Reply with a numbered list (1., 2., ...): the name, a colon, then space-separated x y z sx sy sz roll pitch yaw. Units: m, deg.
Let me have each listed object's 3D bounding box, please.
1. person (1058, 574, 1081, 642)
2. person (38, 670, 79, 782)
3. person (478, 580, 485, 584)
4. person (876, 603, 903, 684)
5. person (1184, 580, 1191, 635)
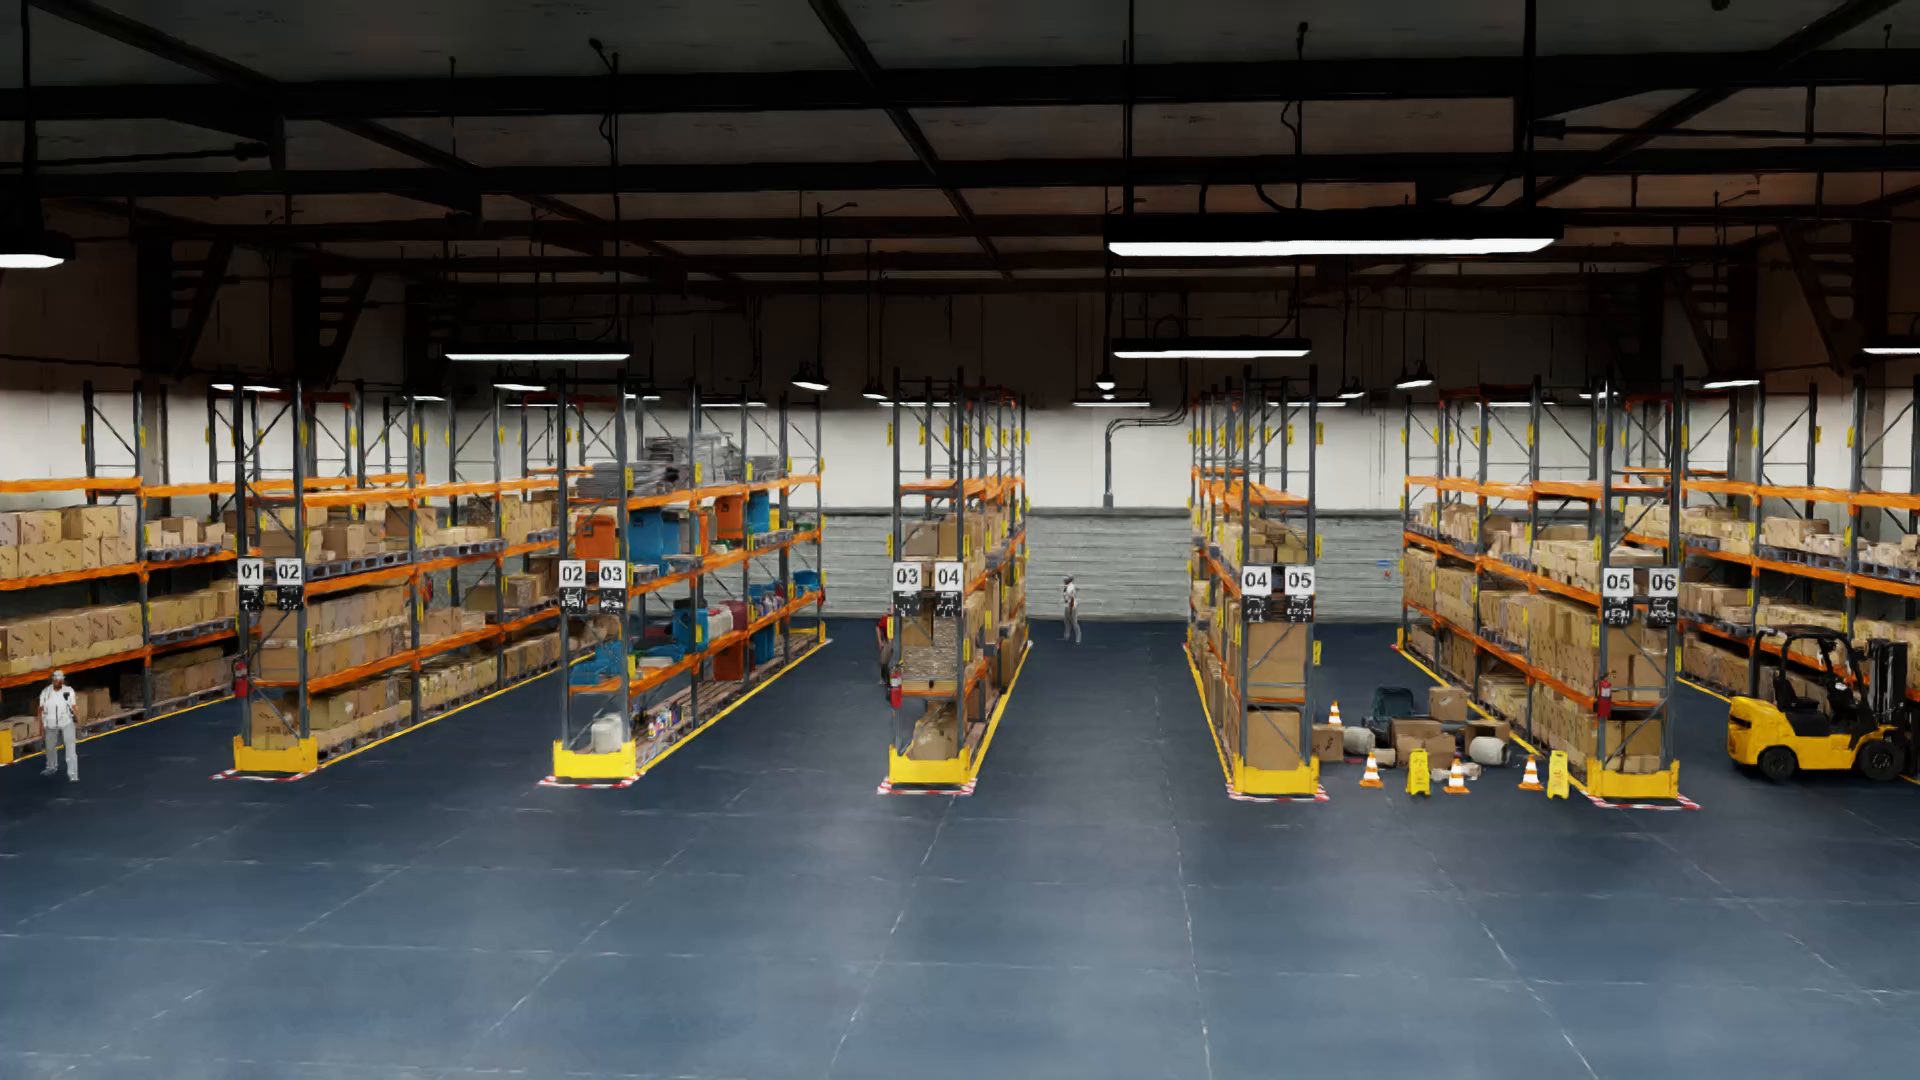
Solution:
1. person: 2.685 1.655 40.503 0.521 1.665 0.587 -1 4 -8
2. person: -13.115 2.683 24.164 0.588 1.626 0.917 -1 4 -22
3. person: -10.959 1.766 38.252 0.736 1.717 0.904 1 4 10
4. person: -1.350 2.094 33.429 0.682 1.675 0.529 0 4 3
5. person: 6.031 1.542 41.970 0.576 1.724 0.961 2 4 27
